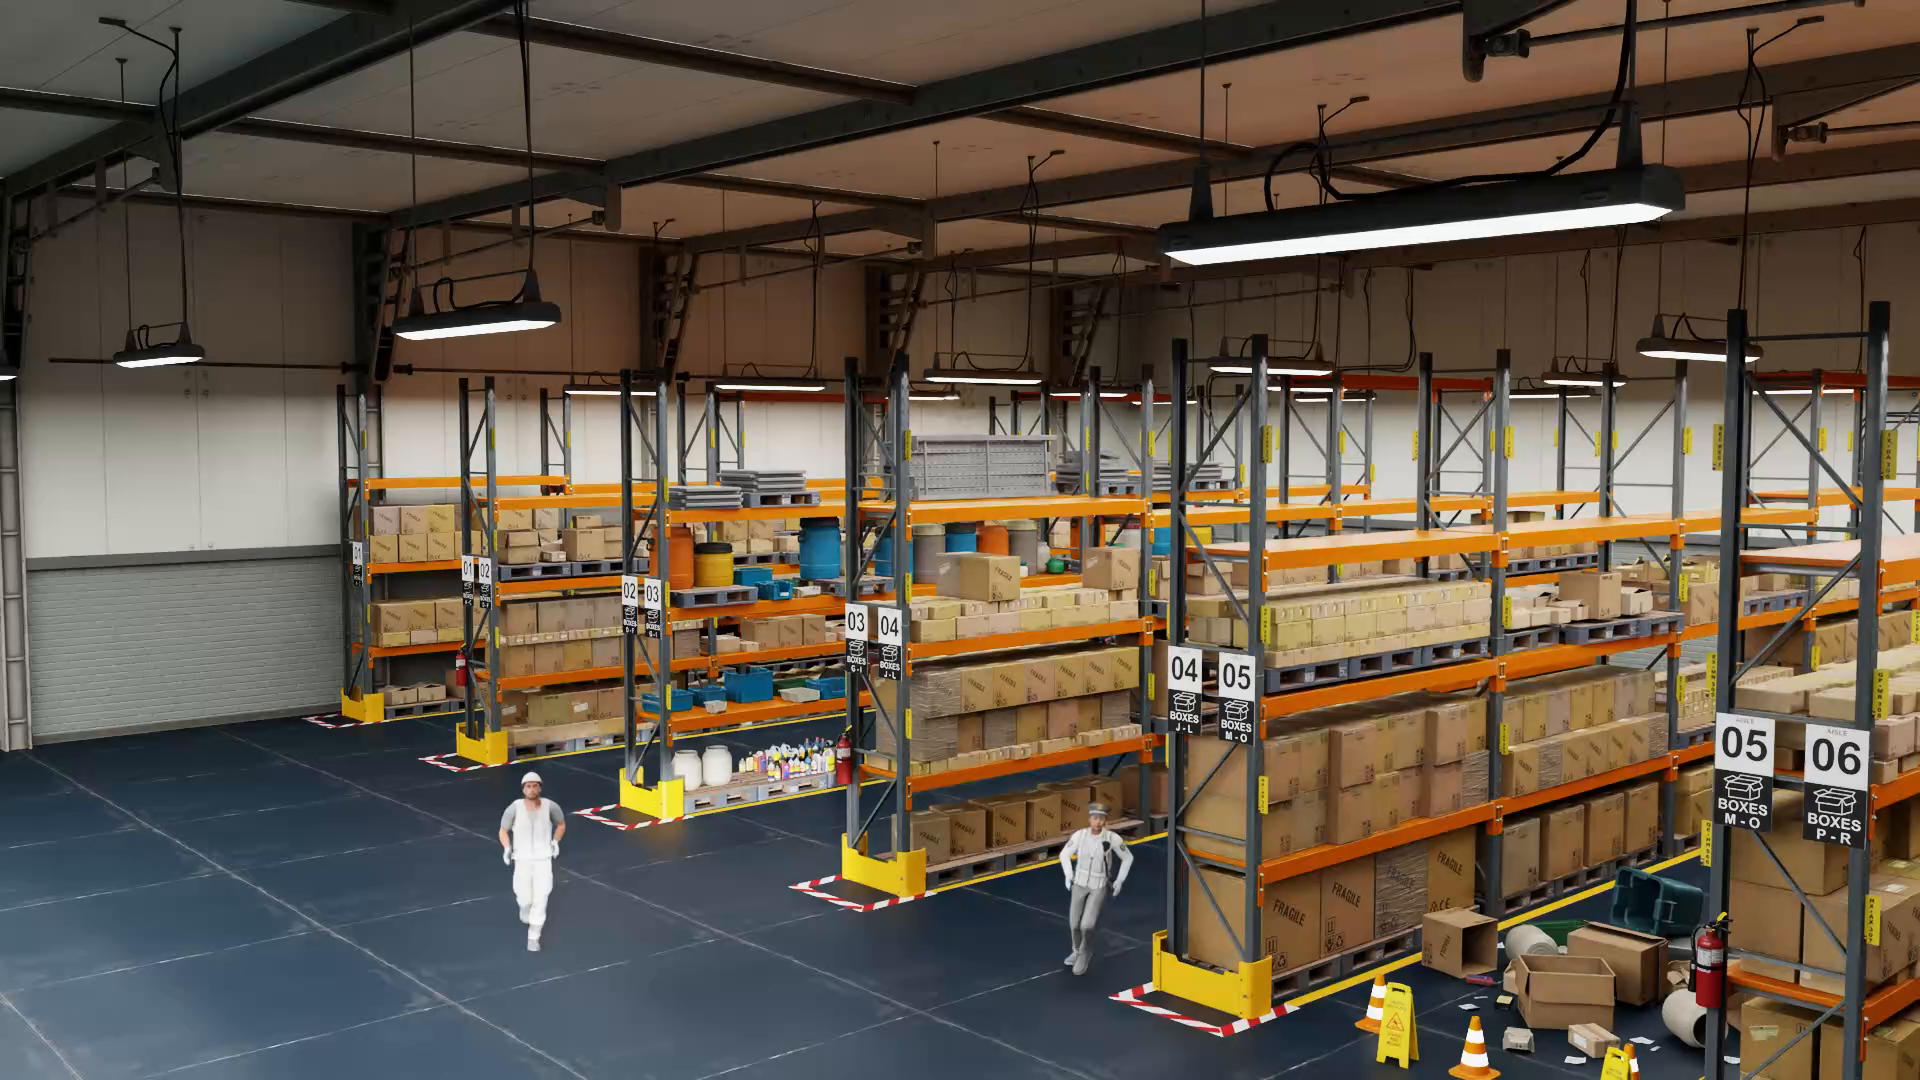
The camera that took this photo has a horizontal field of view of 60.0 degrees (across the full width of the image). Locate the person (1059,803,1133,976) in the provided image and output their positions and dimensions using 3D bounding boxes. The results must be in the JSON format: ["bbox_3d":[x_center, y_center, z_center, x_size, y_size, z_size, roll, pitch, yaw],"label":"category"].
[{"bbox_3d":[1.260,3.304,15.789,0.673,1.659,0.603,2,4,22],"label":"person"}]

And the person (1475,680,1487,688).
[{"bbox_3d":[7.556,2.806,24.048,0.675,1.585,0.550,-3,5,-42],"label":"person"}]

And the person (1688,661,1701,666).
[{"bbox_3d":[11.175,2.682,25.312,0.706,1.707,0.567,-3,5,-42],"label":"person"}]

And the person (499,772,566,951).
[{"bbox_3d":[-4.288,3.197,16.733,0.656,1.749,0.704,-1,4,-17],"label":"person"}]
